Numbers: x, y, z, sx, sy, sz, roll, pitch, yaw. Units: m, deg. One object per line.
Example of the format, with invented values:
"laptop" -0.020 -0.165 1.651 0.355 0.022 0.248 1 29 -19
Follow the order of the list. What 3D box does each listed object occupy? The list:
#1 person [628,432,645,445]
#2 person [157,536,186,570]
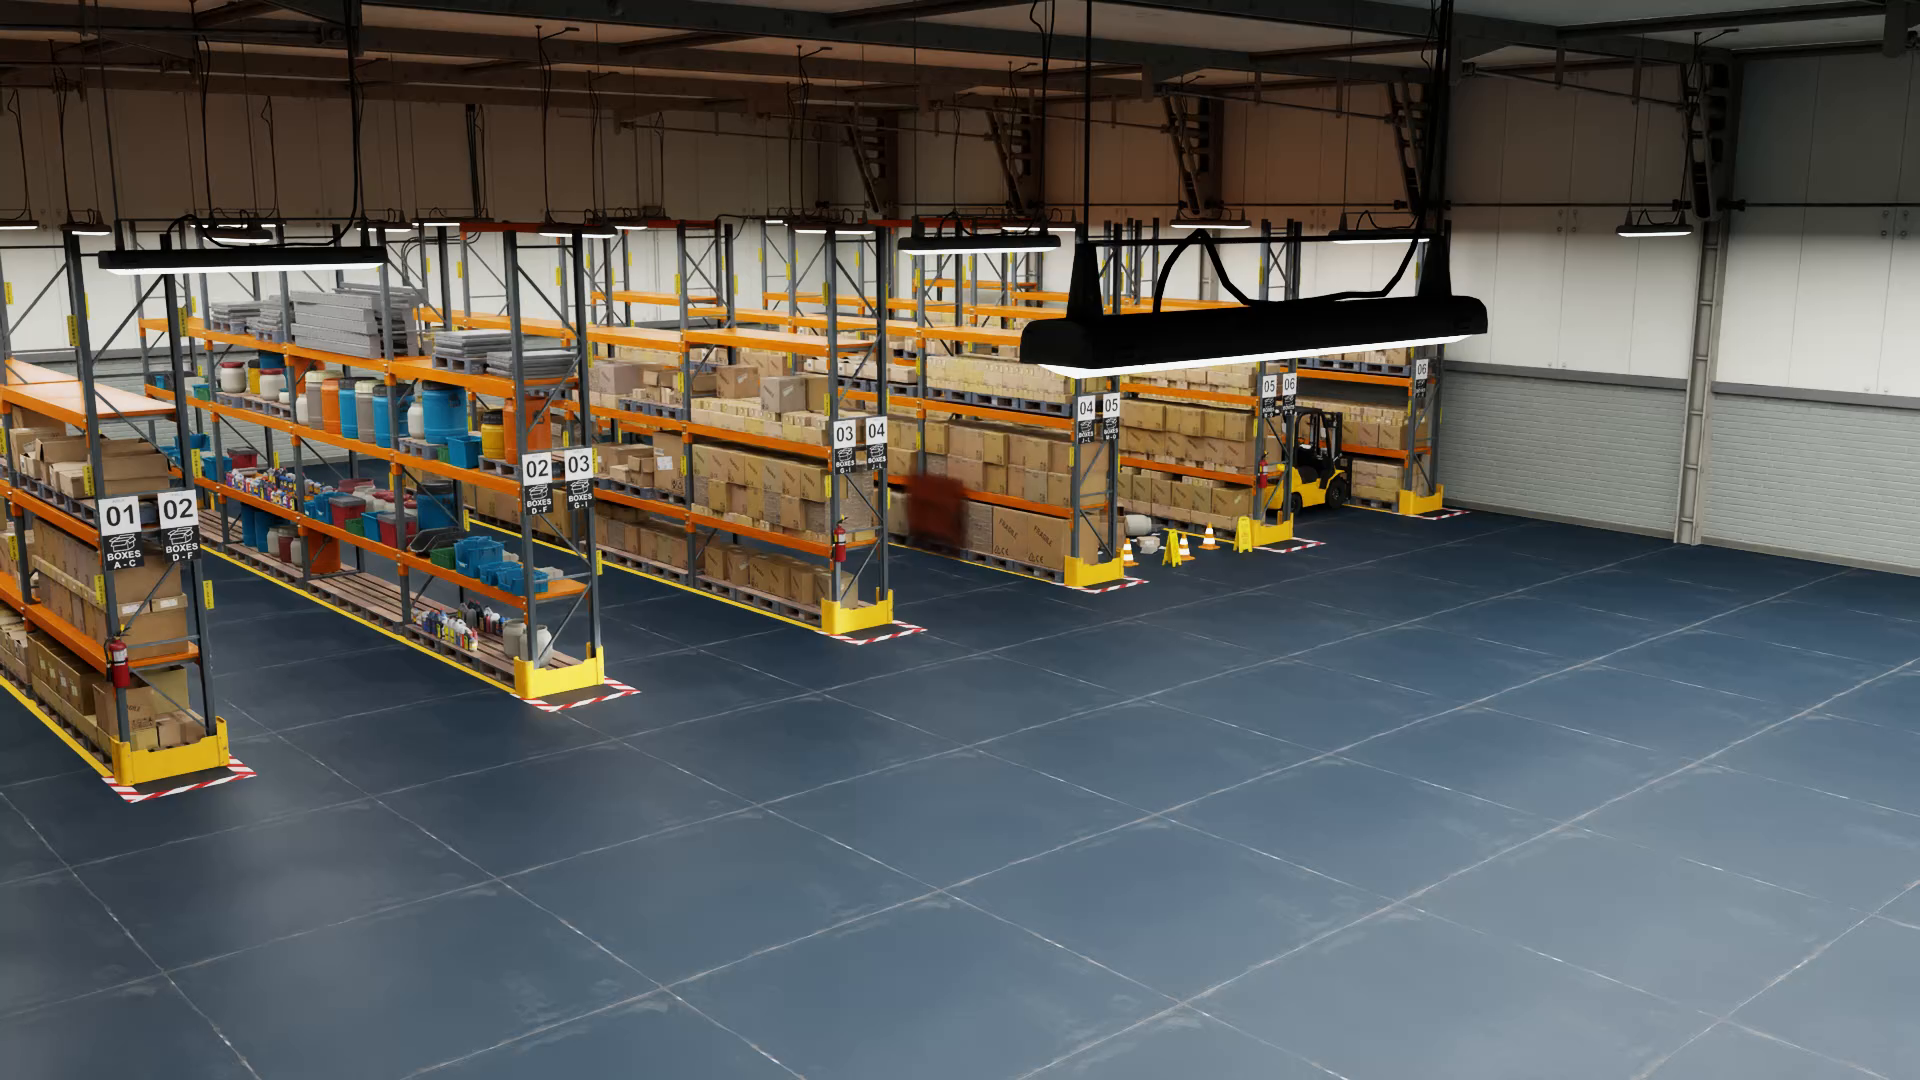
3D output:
"person" -8.431 -3.125 42.903 0.537 1.733 1.112 5 12 23
"person" -13.828 -0.158 29.011 0.484 1.451 0.490 -3 12 -16
